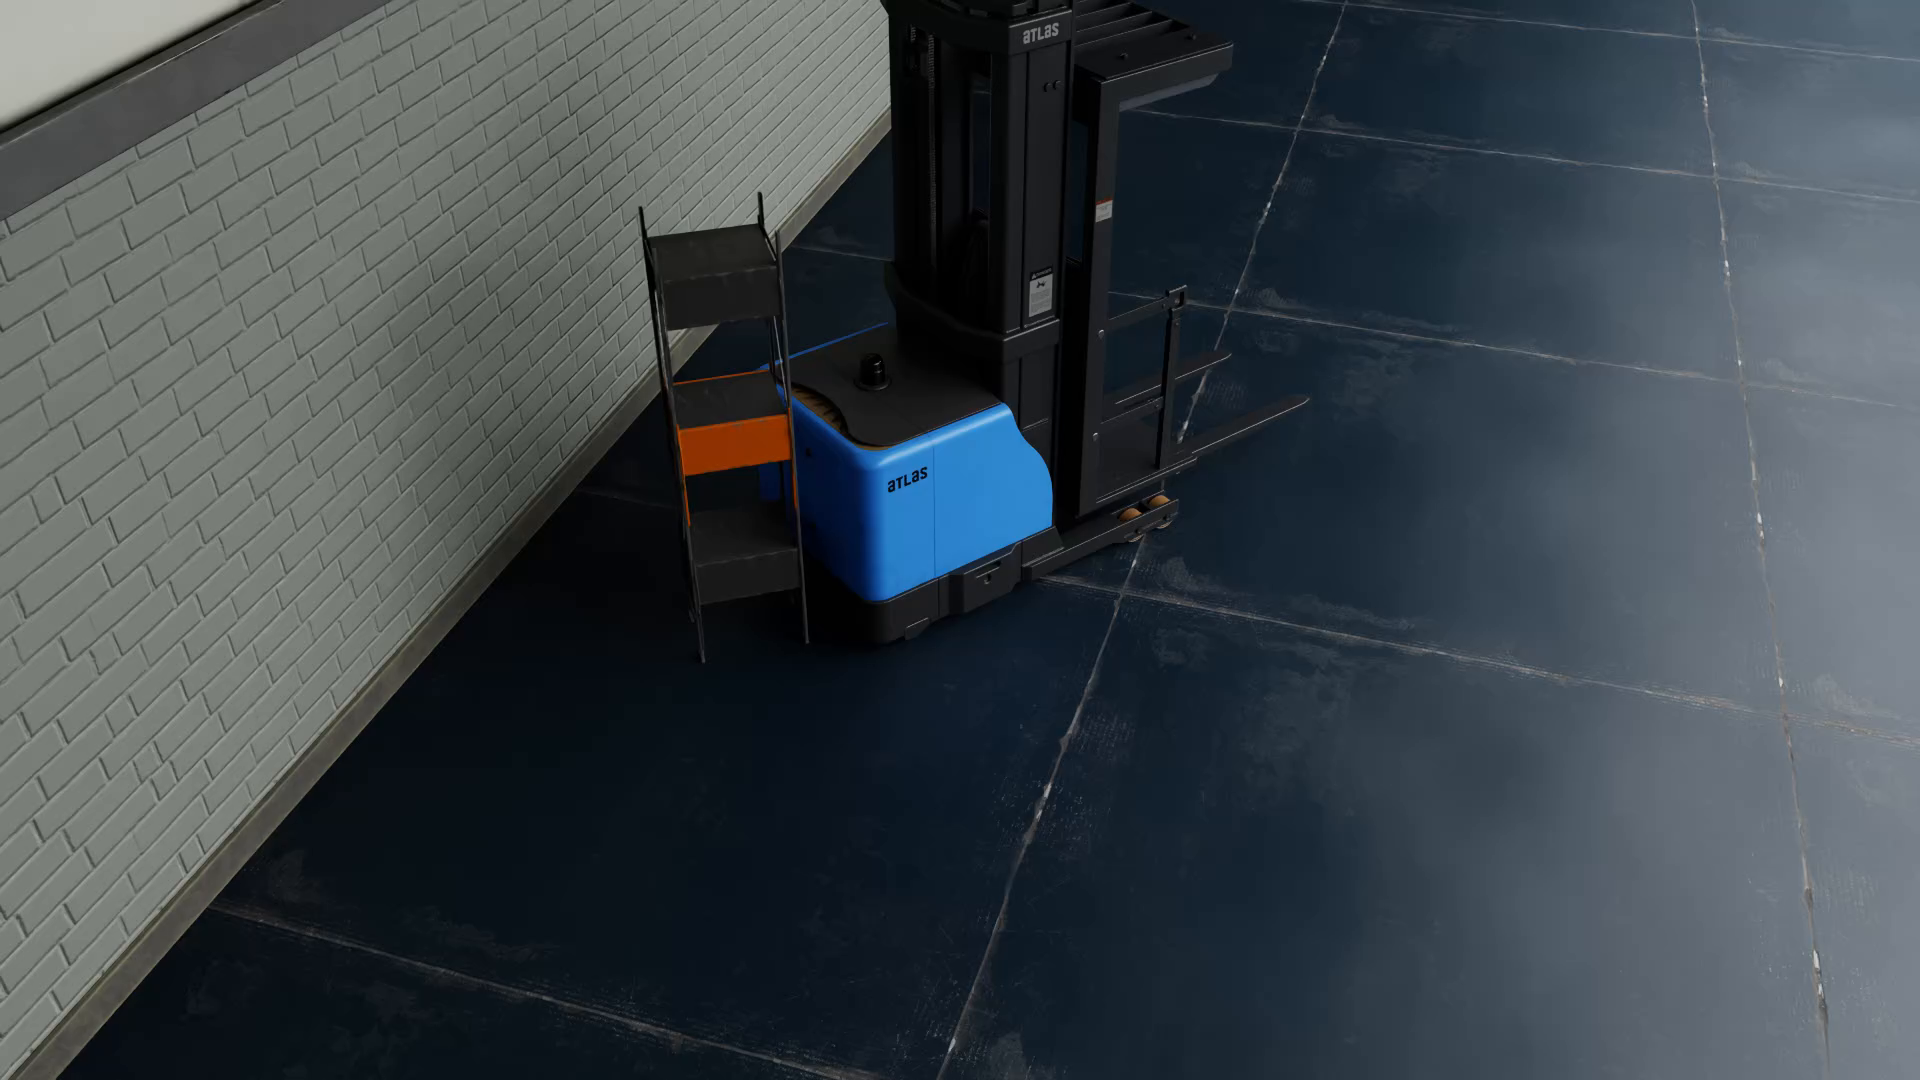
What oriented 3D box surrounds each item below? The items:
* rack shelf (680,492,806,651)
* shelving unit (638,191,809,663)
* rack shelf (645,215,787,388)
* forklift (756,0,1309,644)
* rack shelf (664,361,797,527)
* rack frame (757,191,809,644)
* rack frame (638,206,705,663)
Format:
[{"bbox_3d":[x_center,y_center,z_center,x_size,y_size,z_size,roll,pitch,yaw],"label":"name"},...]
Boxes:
[{"bbox_3d":[-1.004,0.142,7.675,0.480,0.518,0.431,-10,38,-13],"label":"rack shelf"},{"bbox_3d":[-1.004,-0.433,7.252,0.503,2.100,0.431,-10,38,-13],"label":"shelving unit"},{"bbox_3d":[-1.004,-0.986,6.845,0.480,0.518,0.431,-10,38,-13],"label":"rack shelf"},{"bbox_3d":[0.501,-1.400,7.865,3.031,2.935,1.130,-24,42,-29],"label":"forklift"},{"bbox_3d":[-1.004,-0.422,7.260,0.480,0.518,0.431,-10,38,-13],"label":"rack shelf"},{"bbox_3d":[-0.770,-0.474,7.307,0.015,2.100,0.400,-10,38,-13],"label":"rack frame"},{"bbox_3d":[-1.238,-0.392,7.196,0.015,2.100,0.400,-10,38,-13],"label":"rack frame"}]
